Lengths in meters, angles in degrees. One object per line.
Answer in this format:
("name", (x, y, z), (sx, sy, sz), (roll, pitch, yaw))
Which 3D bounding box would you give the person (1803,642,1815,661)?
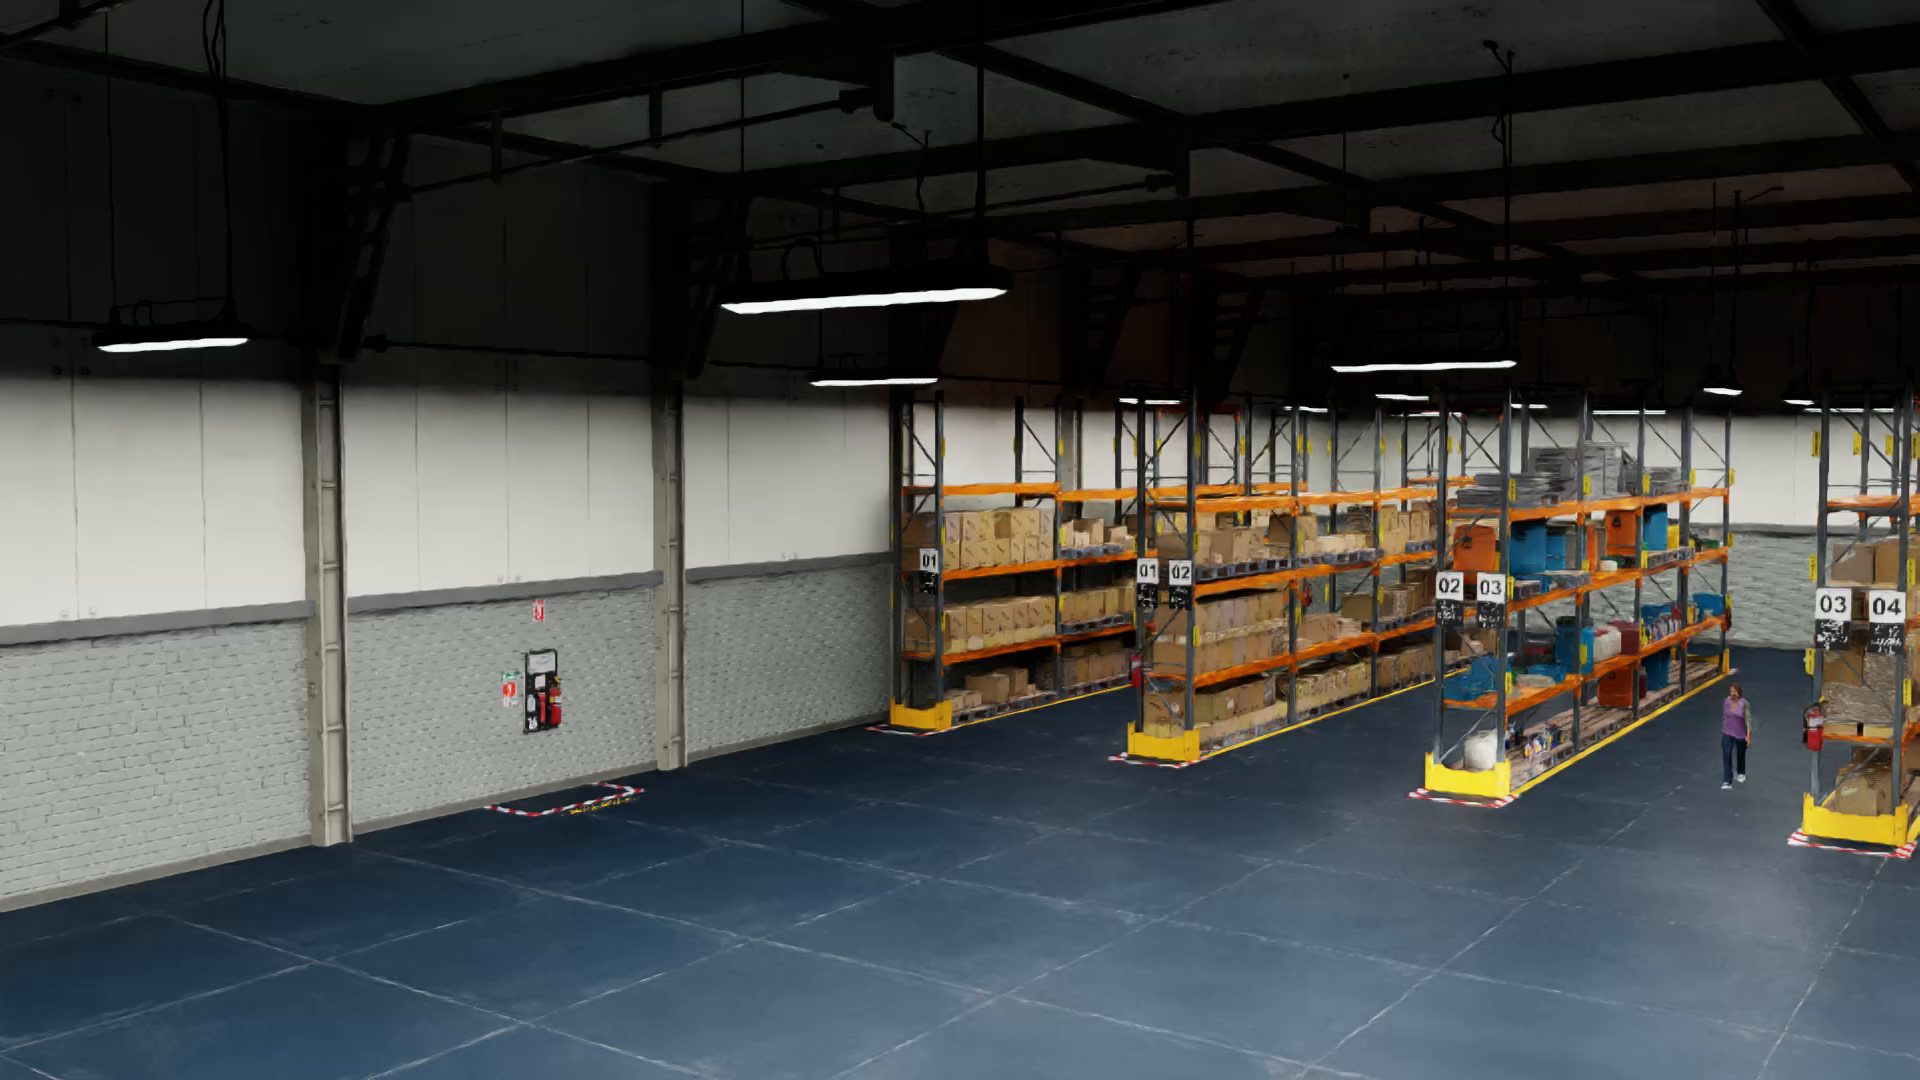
("person", (19.750, 2.043, 38.181), (0.643, 1.625, 0.497), (0, 3, -7))

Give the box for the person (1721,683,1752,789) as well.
("person", (11.394, 2.850, 24.387), (0.430, 1.540, 0.949), (2, 4, 34))
